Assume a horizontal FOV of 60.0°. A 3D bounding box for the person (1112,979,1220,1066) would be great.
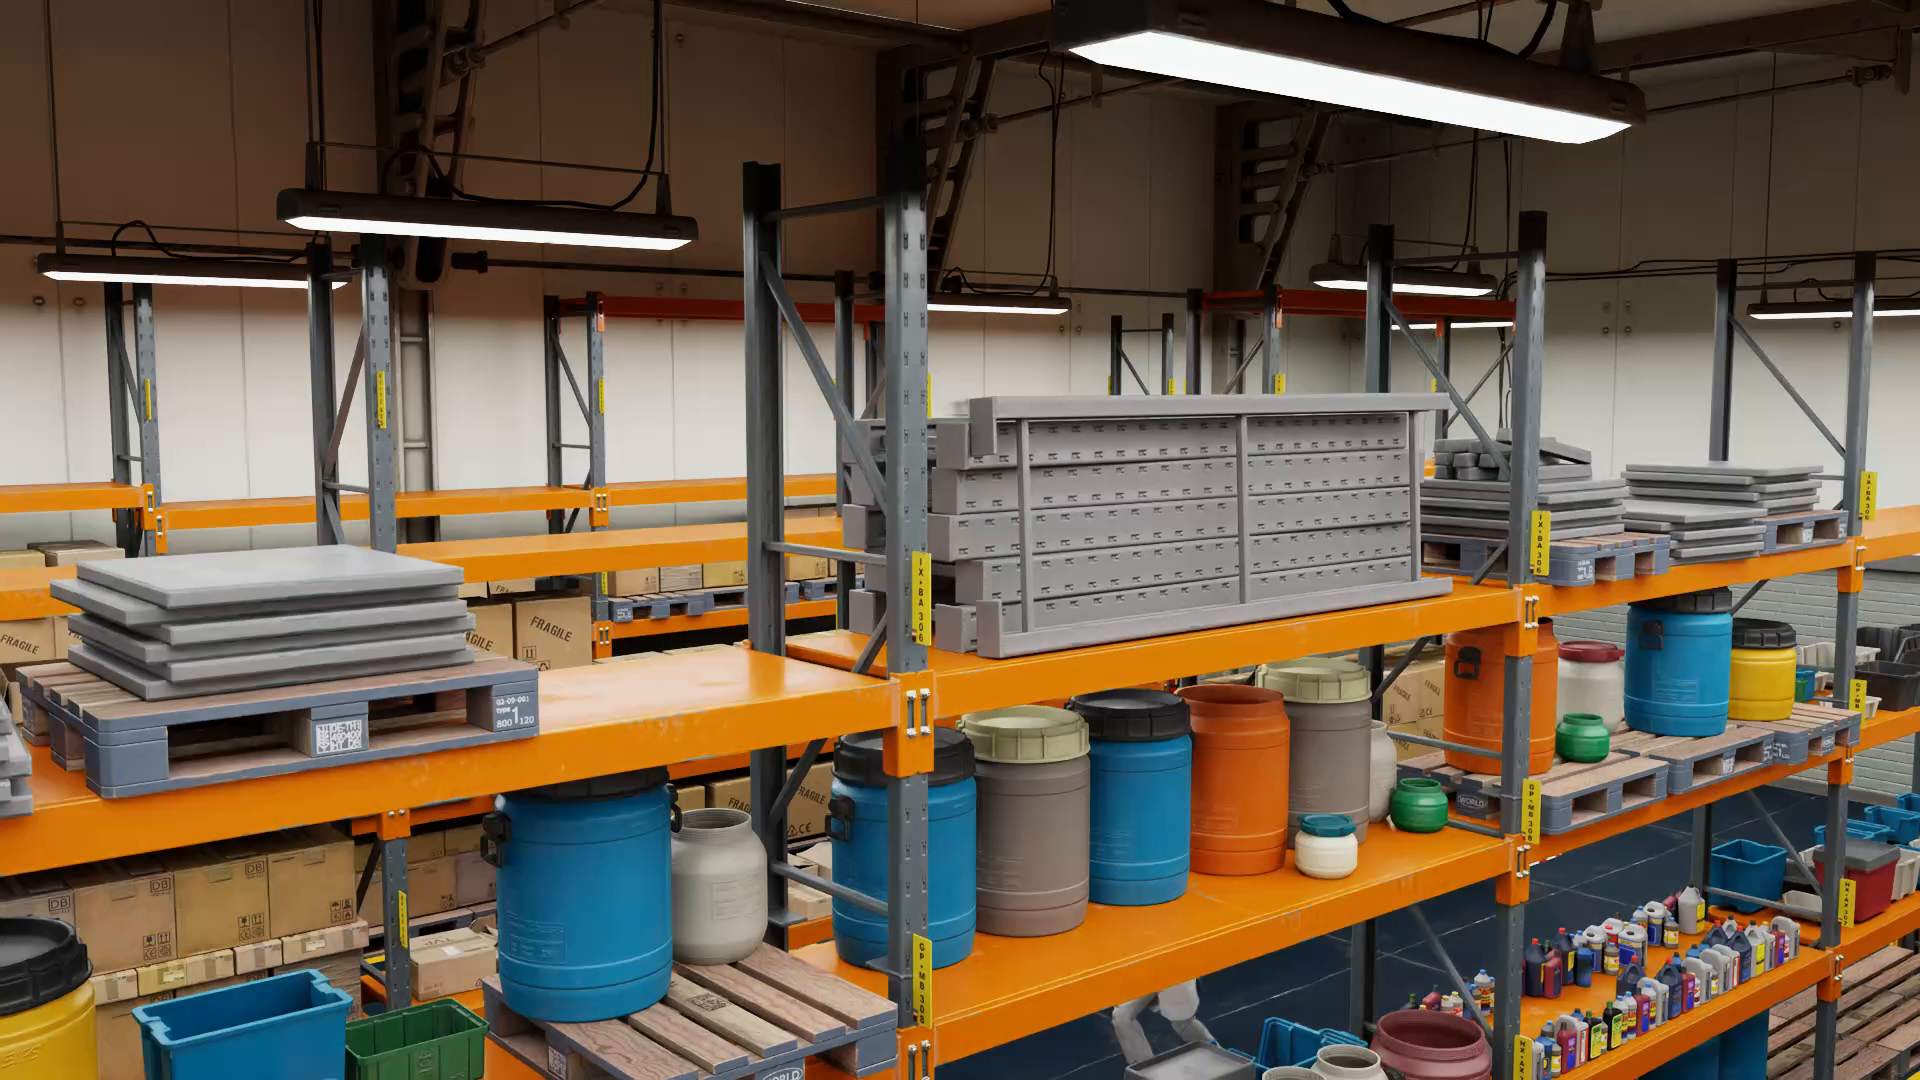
[{"bbox_3d":[1.480,3.206,12.027,1.191,1.564,0.693,-3,6,-32],"label":"person"}]
